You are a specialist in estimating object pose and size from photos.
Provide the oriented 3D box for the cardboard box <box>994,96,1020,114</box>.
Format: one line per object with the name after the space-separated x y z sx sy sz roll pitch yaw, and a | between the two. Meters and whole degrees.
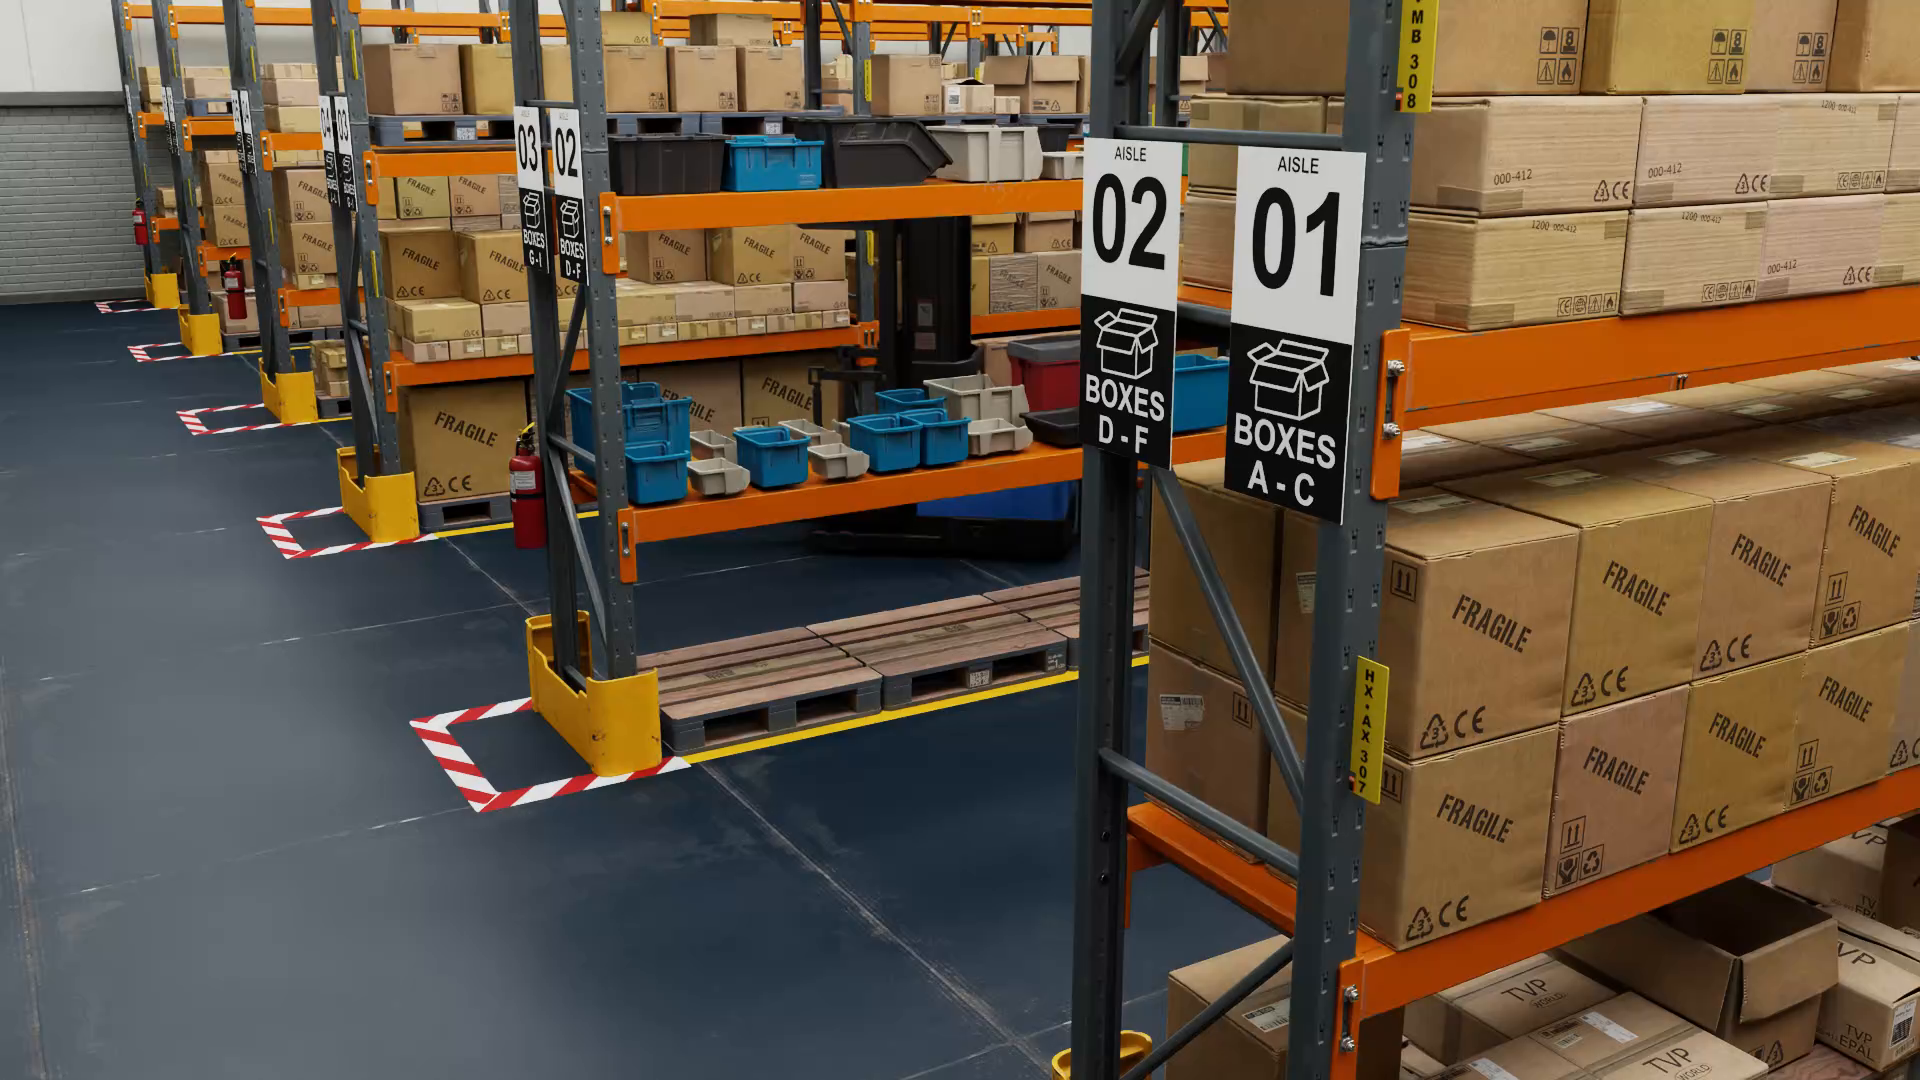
0.318 -3.829 14.642 0.250 0.149 0.380 -10 19 -32 | cardboard box

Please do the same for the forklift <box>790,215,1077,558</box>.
-0.675 -1.446 12.137 3.031 2.935 1.130 2 16 9 | forklift

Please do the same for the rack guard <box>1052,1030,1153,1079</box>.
0.699 1.910 4.668 0.348 0.500 1.175 -9 18 -30 | rack guard

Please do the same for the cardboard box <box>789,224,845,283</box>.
-1.292 -2.438 13.885 0.500 0.500 0.500 -9 18 -28 | cardboard box

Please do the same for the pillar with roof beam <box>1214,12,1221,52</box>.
7.887 -10.078 31.691 0.400 9.000 9.100 -9 18 -30 | pillar with roof beam

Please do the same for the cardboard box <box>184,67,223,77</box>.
-11.172 -6.842 24.503 0.500 0.250 0.500 -9 18 -30 | cardboard box

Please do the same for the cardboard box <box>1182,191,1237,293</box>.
0.939 -0.787 4.381 0.500 0.250 0.500 -9 18 -30 | cardboard box

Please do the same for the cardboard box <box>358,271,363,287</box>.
-6.031 -2.655 16.789 0.250 0.149 0.380 -10 18 -31 | cardboard box

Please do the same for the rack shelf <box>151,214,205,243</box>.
-10.413 -4.948 25.835 4.000 0.370 1.077 -9 18 -30 | rack shelf

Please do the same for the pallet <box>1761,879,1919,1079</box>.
3.474 1.599 6.314 1.213 0.211 1.003 -9 18 -30 | pallet

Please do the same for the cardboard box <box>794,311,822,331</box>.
-1.349 -1.856 13.939 0.250 0.149 0.380 -9 18 -29 | cardboard box

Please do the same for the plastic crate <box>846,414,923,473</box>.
-0.404 -0.519 8.902 0.300 0.233 0.416 -9 18 -30 | plastic crate

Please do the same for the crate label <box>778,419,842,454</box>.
-0.826 -0.568 9.255 0.243 0.136 0.396 -9 18 -30 | crate label

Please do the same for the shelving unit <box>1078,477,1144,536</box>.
1.155 -0.638 12.464 0.503 1.200 0.258 -14 21 -40 | shelving unit

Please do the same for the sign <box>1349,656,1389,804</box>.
0.914 0.426 3.729 0.005 0.325 0.100 -9 18 -30 | sign

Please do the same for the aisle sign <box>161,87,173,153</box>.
-9.789 -5.181 20.520 0.004 0.787 0.394 -9 18 -30 | aisle sign

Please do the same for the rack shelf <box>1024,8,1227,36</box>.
2.433 -8.355 26.881 4.000 0.370 1.077 -9 18 -30 | rack shelf

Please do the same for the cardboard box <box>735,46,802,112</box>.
-1.676 -3.751 13.529 0.500 0.500 0.700 -10 19 -33 | cardboard box

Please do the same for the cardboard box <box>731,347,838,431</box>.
-1.643 -1.237 14.424 0.875 0.875 0.875 -9 18 -30 | cardboard box

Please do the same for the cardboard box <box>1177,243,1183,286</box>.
2.098 -2.609 15.976 0.500 0.500 0.500 -9 18 -28 | cardboard box

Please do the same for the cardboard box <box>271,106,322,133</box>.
-6.416 -4.112 16.243 0.500 0.250 0.500 -8 18 -28 | cardboard box

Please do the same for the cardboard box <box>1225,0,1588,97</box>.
1.066 -1.332 4.008 0.500 0.500 0.700 -9 18 -30 | cardboard box

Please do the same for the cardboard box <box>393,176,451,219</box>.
-5.524 -3.549 16.926 0.500 0.500 0.500 -10 18 -31 | cardboard box

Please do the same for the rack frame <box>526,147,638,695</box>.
-1.914 -0.429 8.384 0.127 3.000 1.000 -9 18 -30 | rack frame

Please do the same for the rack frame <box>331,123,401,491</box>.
-4.464 -1.575 12.472 0.127 3.000 1.000 -9 18 -30 | rack frame

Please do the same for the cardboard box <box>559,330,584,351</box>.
-3.110 -1.570 12.920 0.250 0.149 0.380 -10 18 -31 | cardboard box

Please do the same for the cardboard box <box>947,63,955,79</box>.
-0.411 -7.291 25.879 0.500 0.250 0.500 -10 18 -31 | cardboard box

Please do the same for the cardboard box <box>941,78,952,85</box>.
-0.433 -5.203 19.671 0.500 0.500 0.500 -9 18 -30 | cardboard box

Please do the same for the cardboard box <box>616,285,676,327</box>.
-2.595 -1.867 13.239 0.500 0.250 0.500 -10 18 -31 | cardboard box

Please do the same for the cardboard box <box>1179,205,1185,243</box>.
1.758 -3.120 15.941 0.637 0.503 0.797 -9 18 -28 | cardboard box

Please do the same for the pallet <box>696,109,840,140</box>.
-1.742 -3.421 13.665 1.213 0.211 1.003 -9 18 -30 | pallet

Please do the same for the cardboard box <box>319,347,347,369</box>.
-6.308 -1.847 16.843 0.250 0.149 0.380 -10 19 -32 | cardboard box

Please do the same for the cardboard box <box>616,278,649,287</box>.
-2.870 -1.989 13.676 0.500 0.250 0.500 -9 18 -30 | cardboard box

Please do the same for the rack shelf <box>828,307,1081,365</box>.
0.679 -2.063 15.544 4.000 0.370 1.077 -9 18 -30 | rack shelf

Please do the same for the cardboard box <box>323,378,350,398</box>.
-6.318 -1.565 16.939 0.250 0.149 0.380 -9 18 -29 | cardboard box

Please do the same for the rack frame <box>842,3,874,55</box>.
-1.841 -9.573 29.887 0.127 3.000 1.000 -9 18 -30 | rack frame

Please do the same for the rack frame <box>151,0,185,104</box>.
-9.568 -6.757 19.841 0.127 3.000 1.000 -9 18 -30 | rack frame

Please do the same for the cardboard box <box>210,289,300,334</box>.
-9.054 -2.951 21.350 0.875 0.438 0.875 -10 18 -32 | cardboard box

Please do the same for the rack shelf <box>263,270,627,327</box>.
-5.218 -2.668 17.704 4.000 0.370 1.077 -9 18 -30 | rack shelf

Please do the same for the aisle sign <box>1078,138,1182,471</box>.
0.418 -0.596 4.161 0.004 0.787 0.394 -9 18 -30 | aisle sign

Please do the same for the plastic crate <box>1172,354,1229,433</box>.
1.291 -0.863 9.848 0.575 0.384 0.392 -9 18 -30 | plastic crate

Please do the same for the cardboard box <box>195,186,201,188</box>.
-11.427 -5.284 25.428 0.500 0.250 0.500 -9 18 -30 | cardboard box

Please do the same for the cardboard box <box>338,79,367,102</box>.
-5.975 -4.423 16.426 0.500 0.250 0.500 -9 18 -30 | cardboard box

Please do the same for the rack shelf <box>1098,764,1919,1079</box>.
2.349 0.786 5.382 4.000 0.370 1.077 -9 18 -30 | rack shelf

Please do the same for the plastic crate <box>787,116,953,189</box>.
-0.462 -1.992 8.518 0.767 0.338 0.504 -9 18 -30 | plastic crate

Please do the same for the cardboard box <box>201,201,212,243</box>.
-9.291 -4.044 21.095 0.500 0.500 0.500 -9 18 -29 | cardboard box

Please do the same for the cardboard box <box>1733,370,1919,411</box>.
3.072 -0.296 5.871 0.500 0.500 0.500 -10 18 -31 | cardboard box

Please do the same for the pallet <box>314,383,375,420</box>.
-6.152 -1.509 17.403 1.213 0.211 1.003 -9 18 -30 | pallet

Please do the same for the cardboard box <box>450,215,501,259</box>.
-5.099 -3.144 17.333 0.500 0.500 0.500 -10 18 -31 | cardboard box

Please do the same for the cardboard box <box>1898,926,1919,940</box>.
3.430 1.533 5.850 0.250 0.149 0.380 -9 18 -30 | cardboard box

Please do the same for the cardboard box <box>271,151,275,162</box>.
-8.651 -4.758 20.586 0.250 0.149 0.380 -9 18 -28 | cardboard box

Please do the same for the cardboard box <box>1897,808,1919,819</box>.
4.338 1.018 7.036 0.500 0.500 0.500 -9 18 -30 | cardboard box

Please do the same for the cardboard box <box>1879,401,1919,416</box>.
3.325 -0.166 5.408 0.500 0.500 0.500 -10 18 -31 | cardboard box

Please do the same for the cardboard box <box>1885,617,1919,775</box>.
2.886 0.386 5.290 0.500 0.500 0.500 -9 18 -28 | cardboard box

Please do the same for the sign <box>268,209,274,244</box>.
-6.653 -3.028 16.051 0.005 0.325 0.100 -9 18 -30 | sign
